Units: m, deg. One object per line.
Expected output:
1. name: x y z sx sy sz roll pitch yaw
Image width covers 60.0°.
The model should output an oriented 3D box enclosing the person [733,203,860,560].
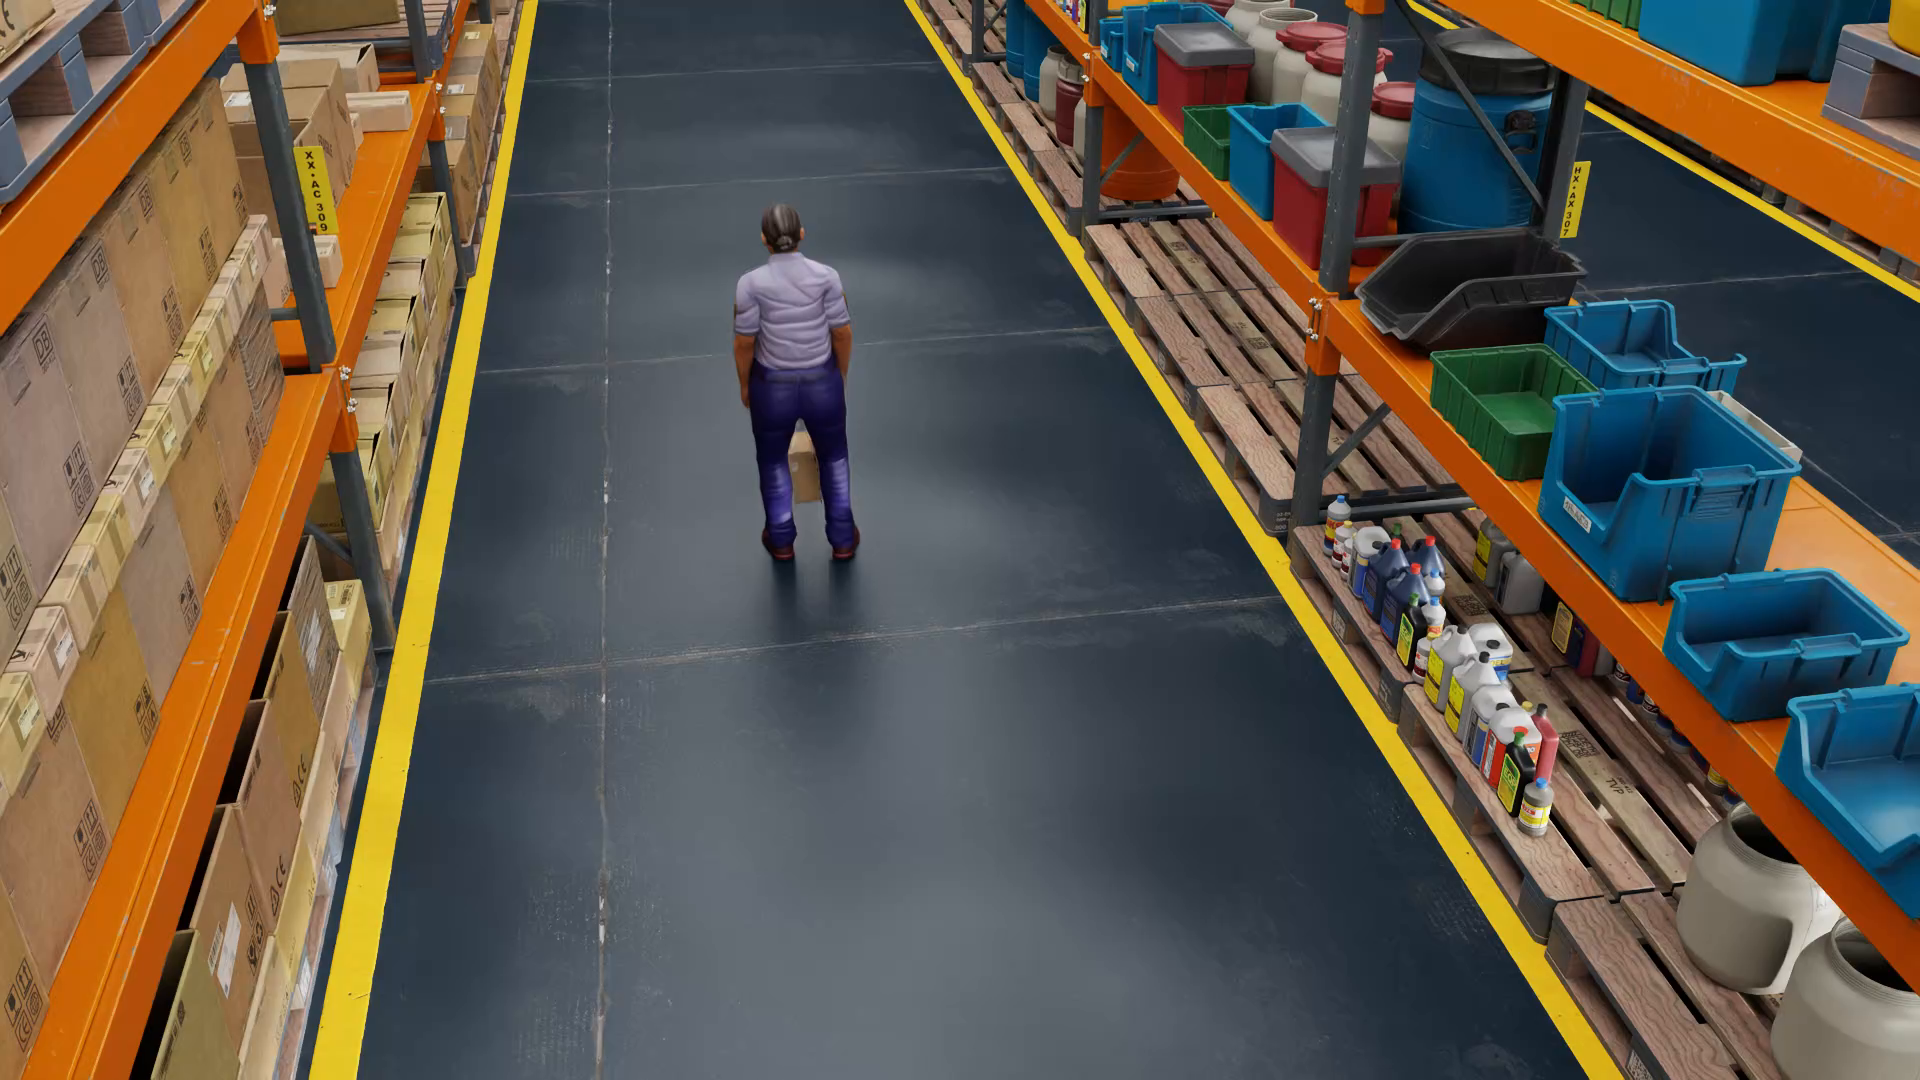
1. person: -0.712 -0.663 7.247 0.532 1.654 0.421 -6 31 -10
